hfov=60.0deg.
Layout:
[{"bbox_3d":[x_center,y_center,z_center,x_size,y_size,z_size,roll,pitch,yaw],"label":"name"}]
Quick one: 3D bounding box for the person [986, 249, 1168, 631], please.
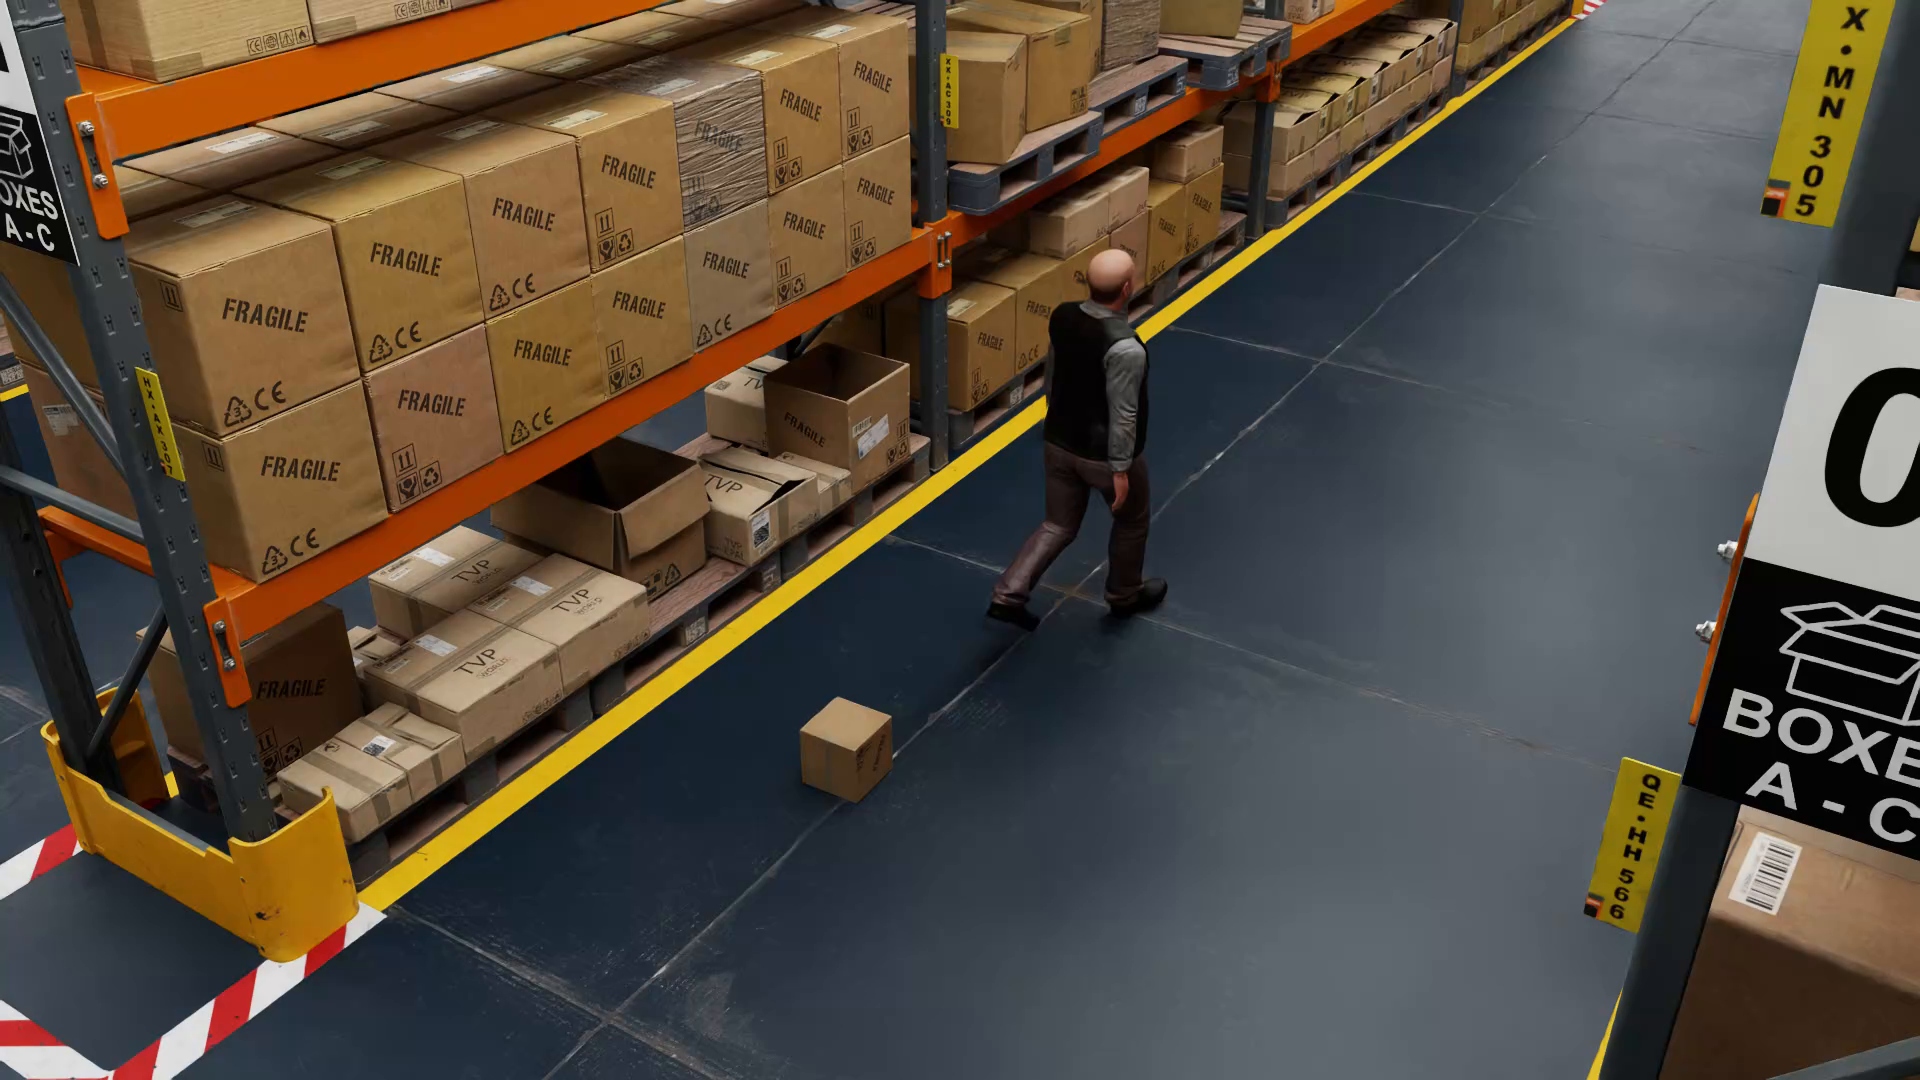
[{"bbox_3d":[0.502,-0.368,6.786,0.936,1.691,0.550,-24,38,-35],"label":"person"}]
